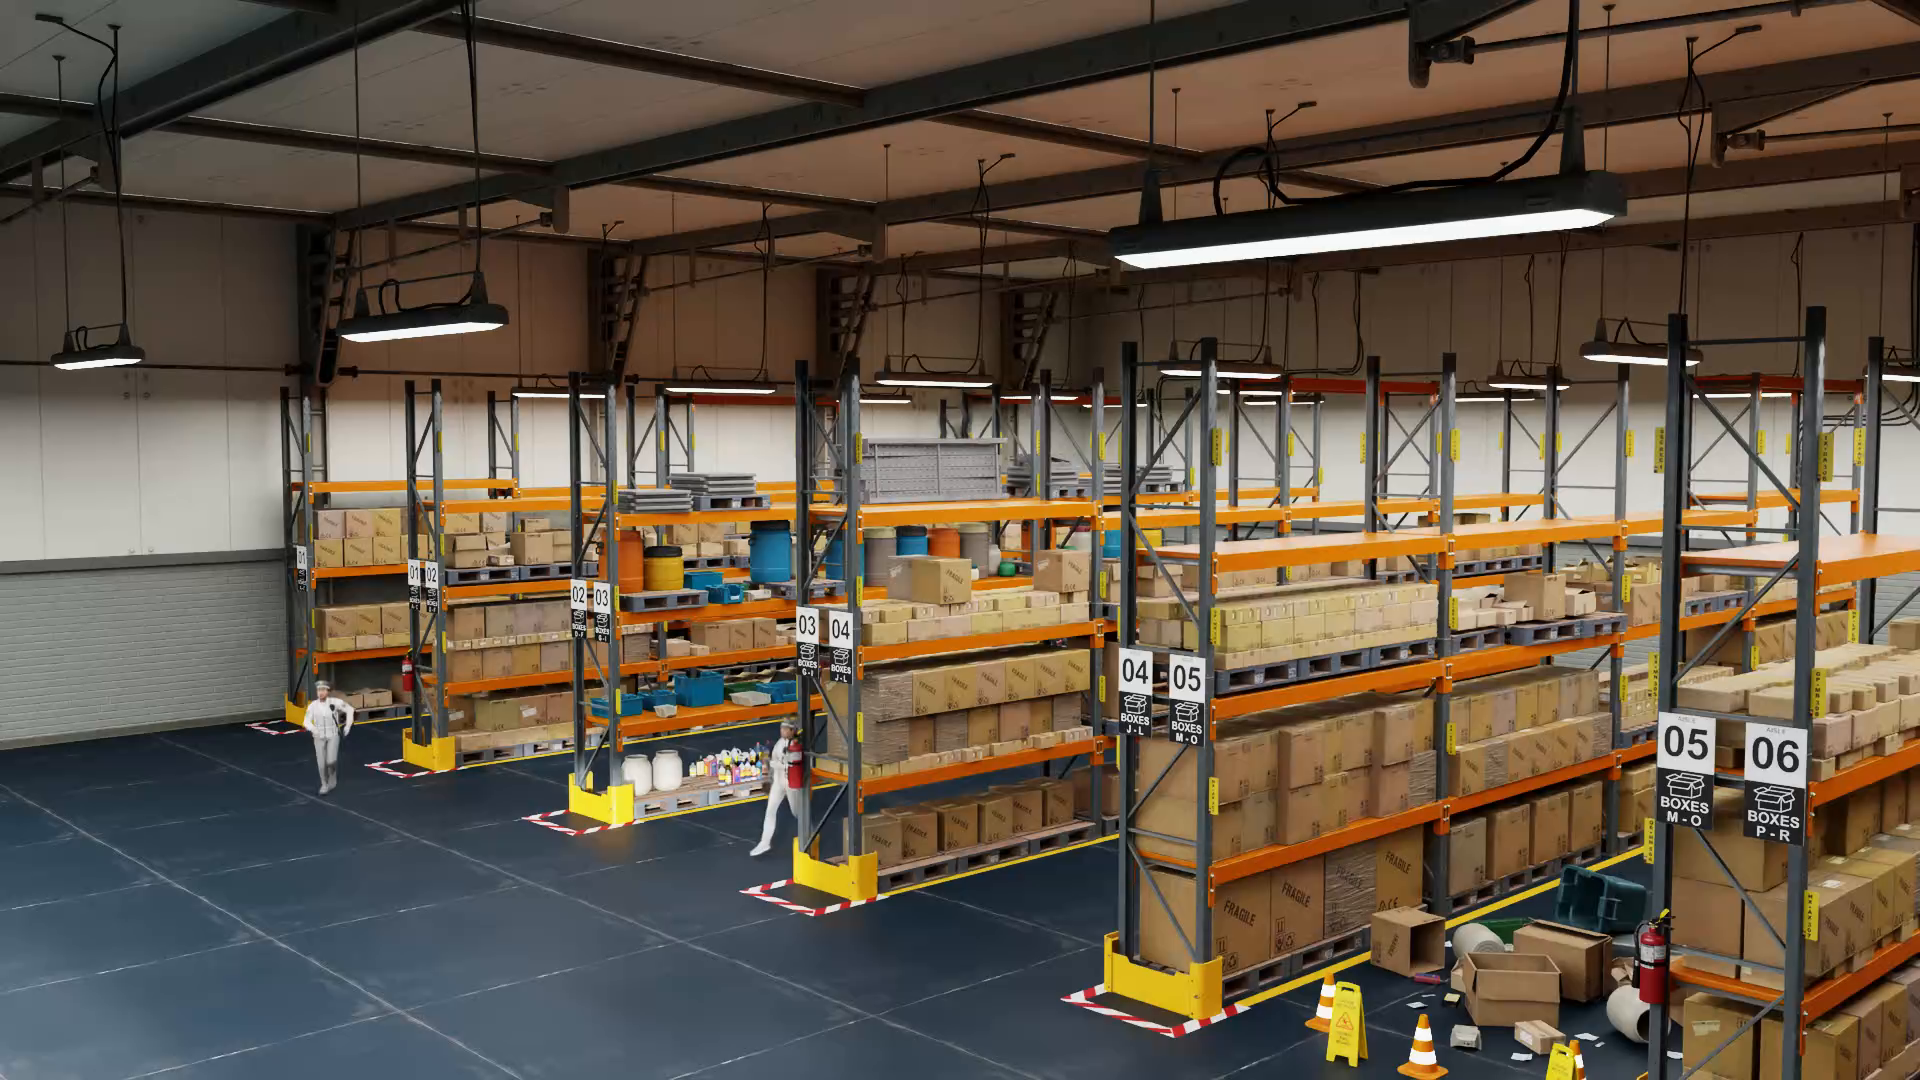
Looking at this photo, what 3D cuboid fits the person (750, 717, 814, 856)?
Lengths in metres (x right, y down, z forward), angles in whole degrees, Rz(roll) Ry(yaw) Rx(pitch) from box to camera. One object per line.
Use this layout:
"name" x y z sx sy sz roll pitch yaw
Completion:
"person" -2.106 2.973 20.301 0.609 1.666 0.945 3 5 42

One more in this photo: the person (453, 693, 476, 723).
"person" -8.474 2.525 28.227 0.575 1.695 0.916 3 5 39

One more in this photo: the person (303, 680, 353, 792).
"person" -9.021 2.814 23.732 0.638 1.653 0.730 -1 4 -10
